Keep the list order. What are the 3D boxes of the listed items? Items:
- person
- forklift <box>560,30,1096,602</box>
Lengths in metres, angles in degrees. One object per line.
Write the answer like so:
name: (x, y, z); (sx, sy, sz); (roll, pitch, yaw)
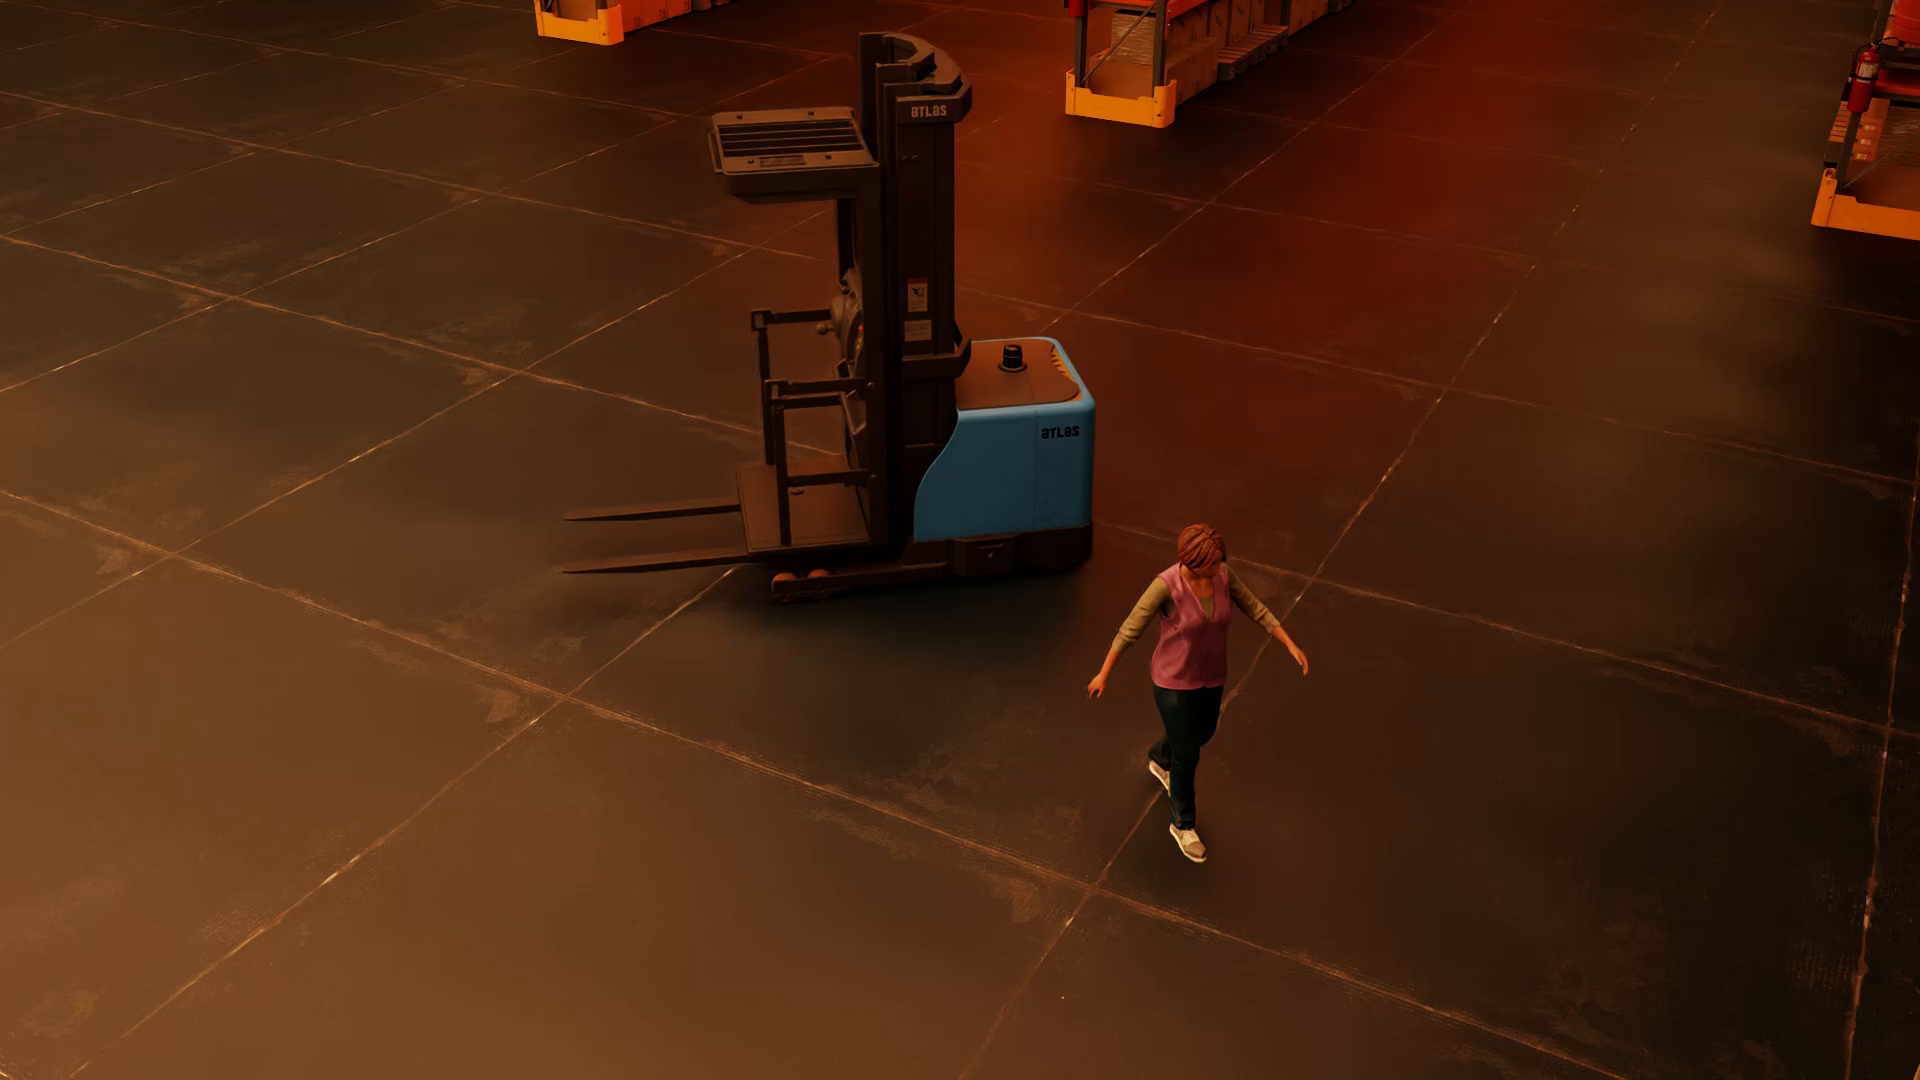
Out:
person: (1.006, 0.629, 7.359); (0.812, 1.574, 0.703); (-14, 33, -23)
forklift: (-0.798, -1.203, 9.156); (3.031, 2.935, 1.130); (-5, 30, -9)
